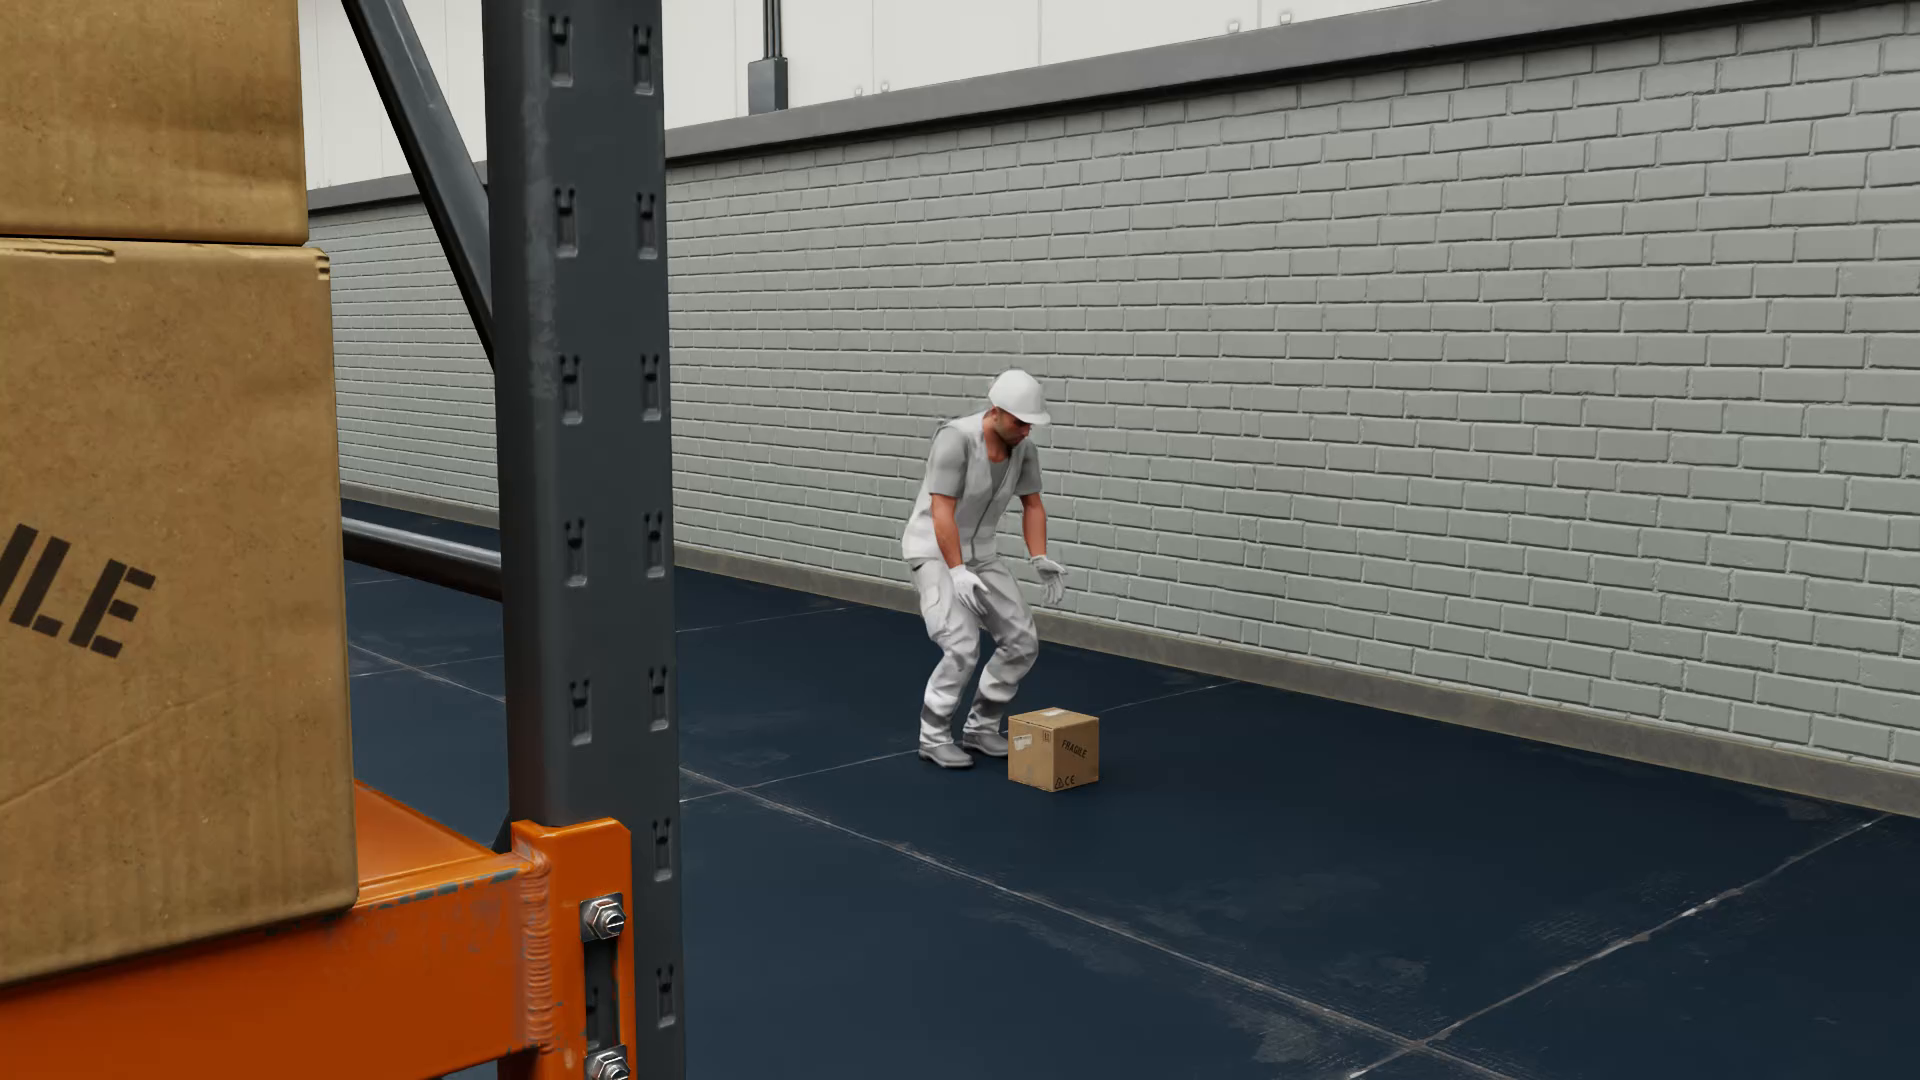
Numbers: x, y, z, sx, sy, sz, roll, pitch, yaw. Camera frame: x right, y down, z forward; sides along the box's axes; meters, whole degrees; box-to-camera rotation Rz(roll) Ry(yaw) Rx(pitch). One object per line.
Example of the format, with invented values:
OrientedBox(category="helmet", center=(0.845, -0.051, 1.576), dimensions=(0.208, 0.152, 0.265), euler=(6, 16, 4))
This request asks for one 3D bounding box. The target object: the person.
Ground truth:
OrientedBox(category="person", center=(0.098, 0.106, 6.684), dimensions=(0.575, 1.580, 0.647), euler=(-6, 10, -40))
